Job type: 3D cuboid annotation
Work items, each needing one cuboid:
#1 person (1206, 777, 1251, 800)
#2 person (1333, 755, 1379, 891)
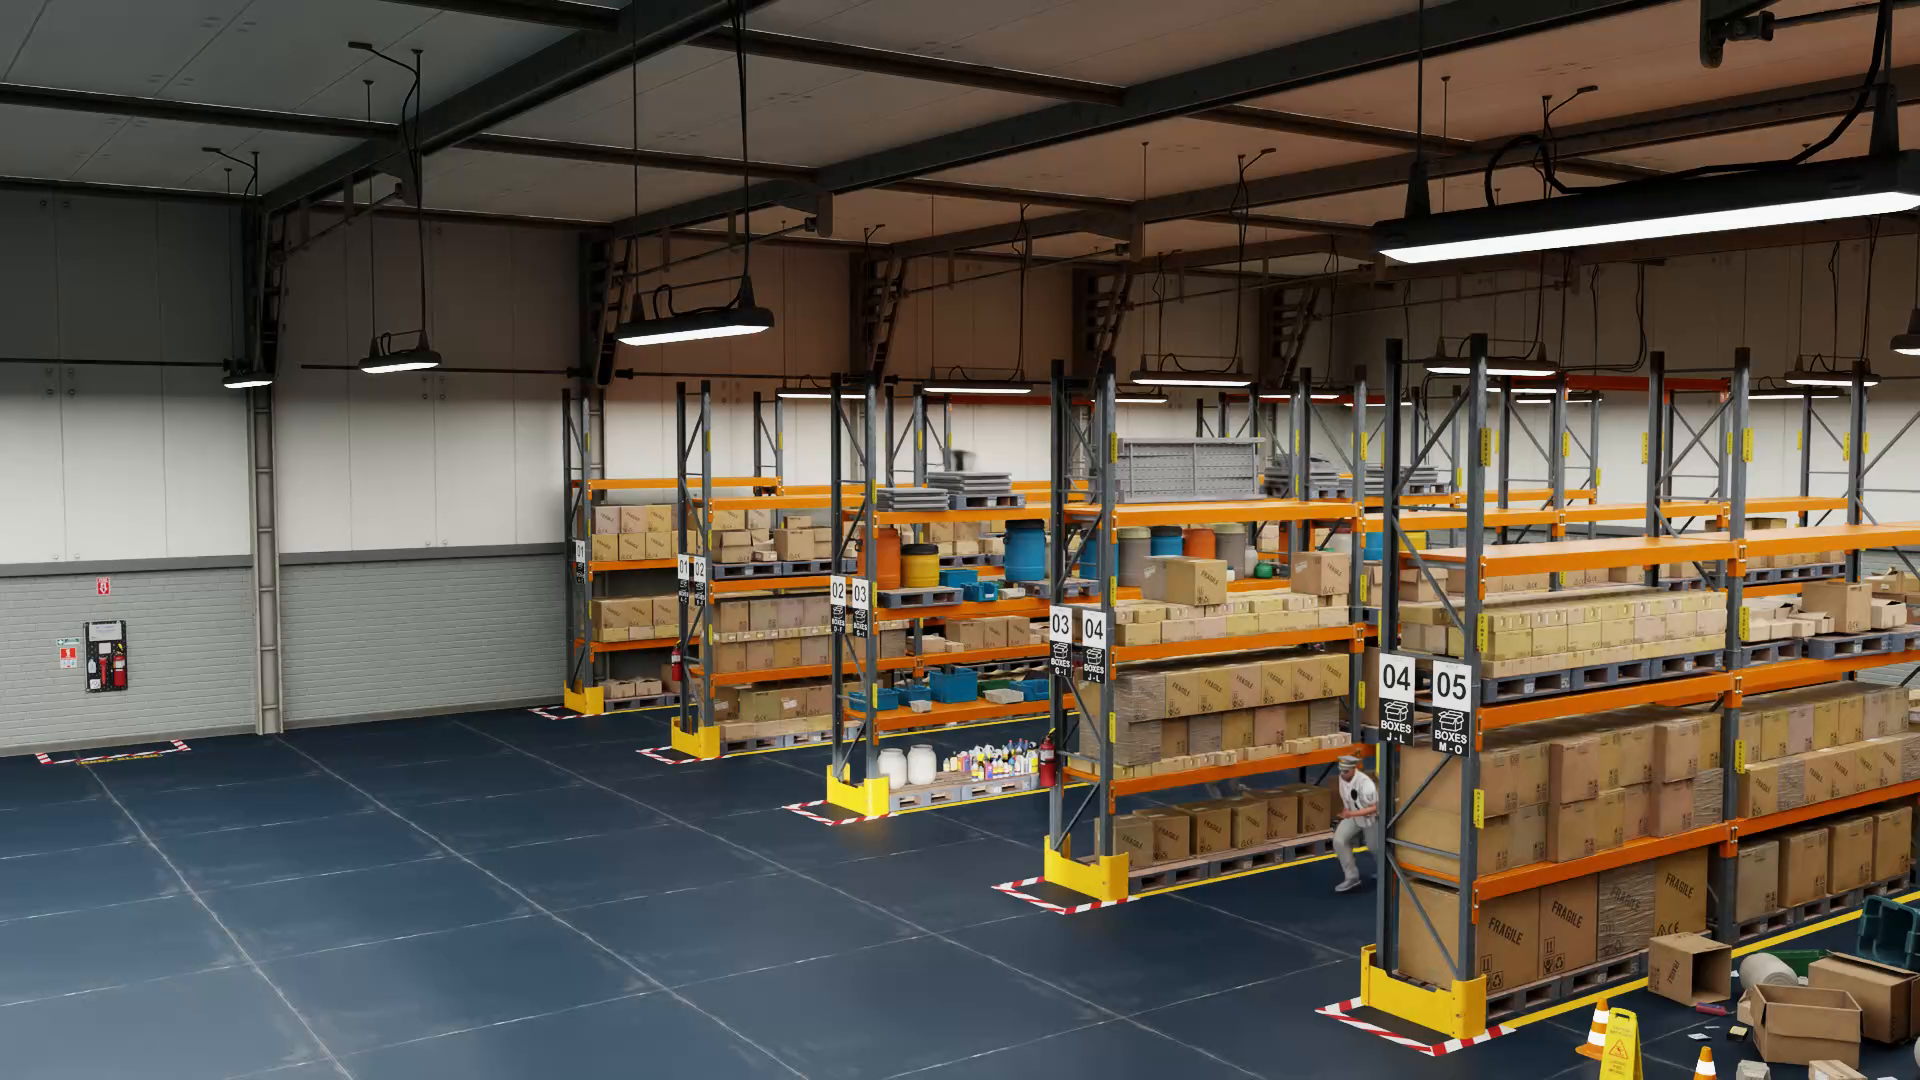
[{"bbox_3d":[3.635,3.037,22.221,0.987,1.444,0.528,-2,4,-25],"label":"person"},{"bbox_3d":[4.570,3.153,18.753,1.112,1.554,0.648,-3,5,-39],"label":"person"}]
